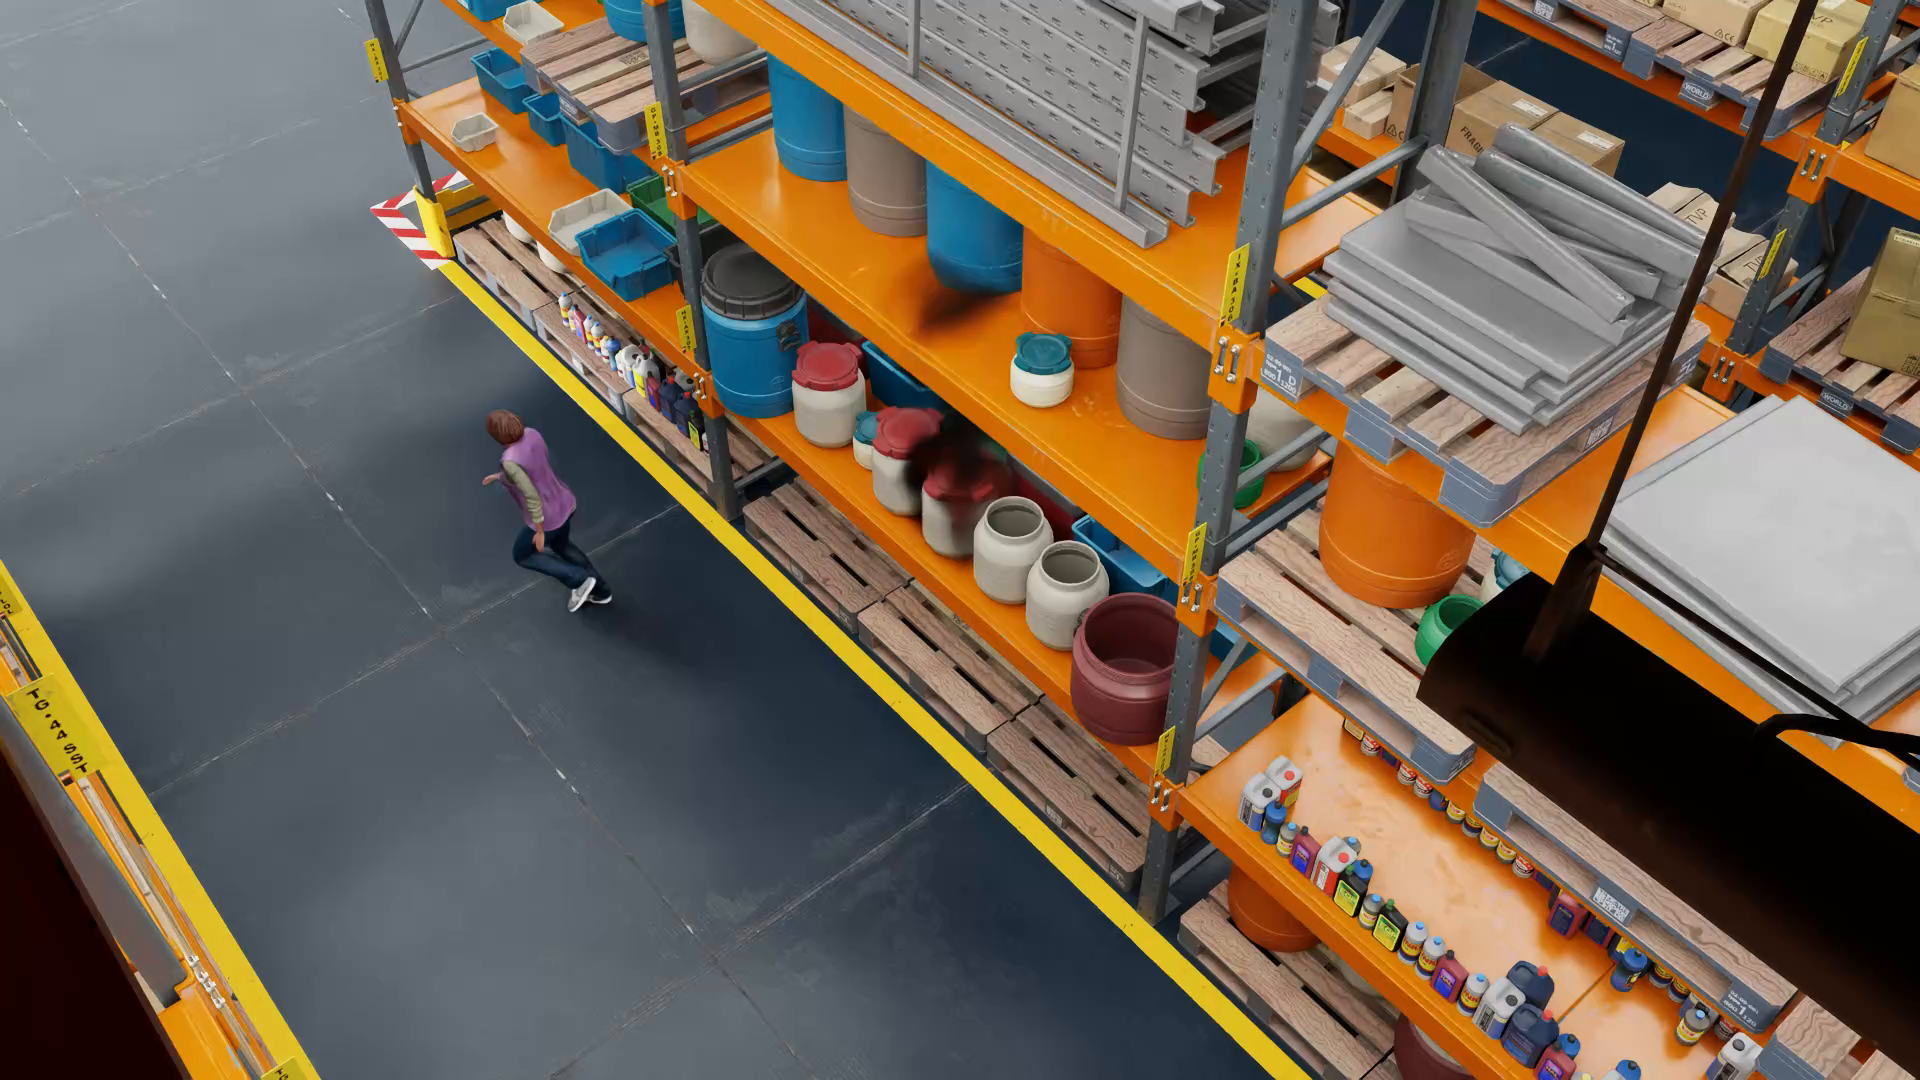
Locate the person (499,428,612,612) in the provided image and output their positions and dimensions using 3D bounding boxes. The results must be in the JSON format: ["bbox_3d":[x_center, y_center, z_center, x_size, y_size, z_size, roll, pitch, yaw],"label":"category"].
[{"bbox_3d":[-2.474,-0.103,10.185,0.527,1.305,0.521,11,47,10],"label":"person"}]
